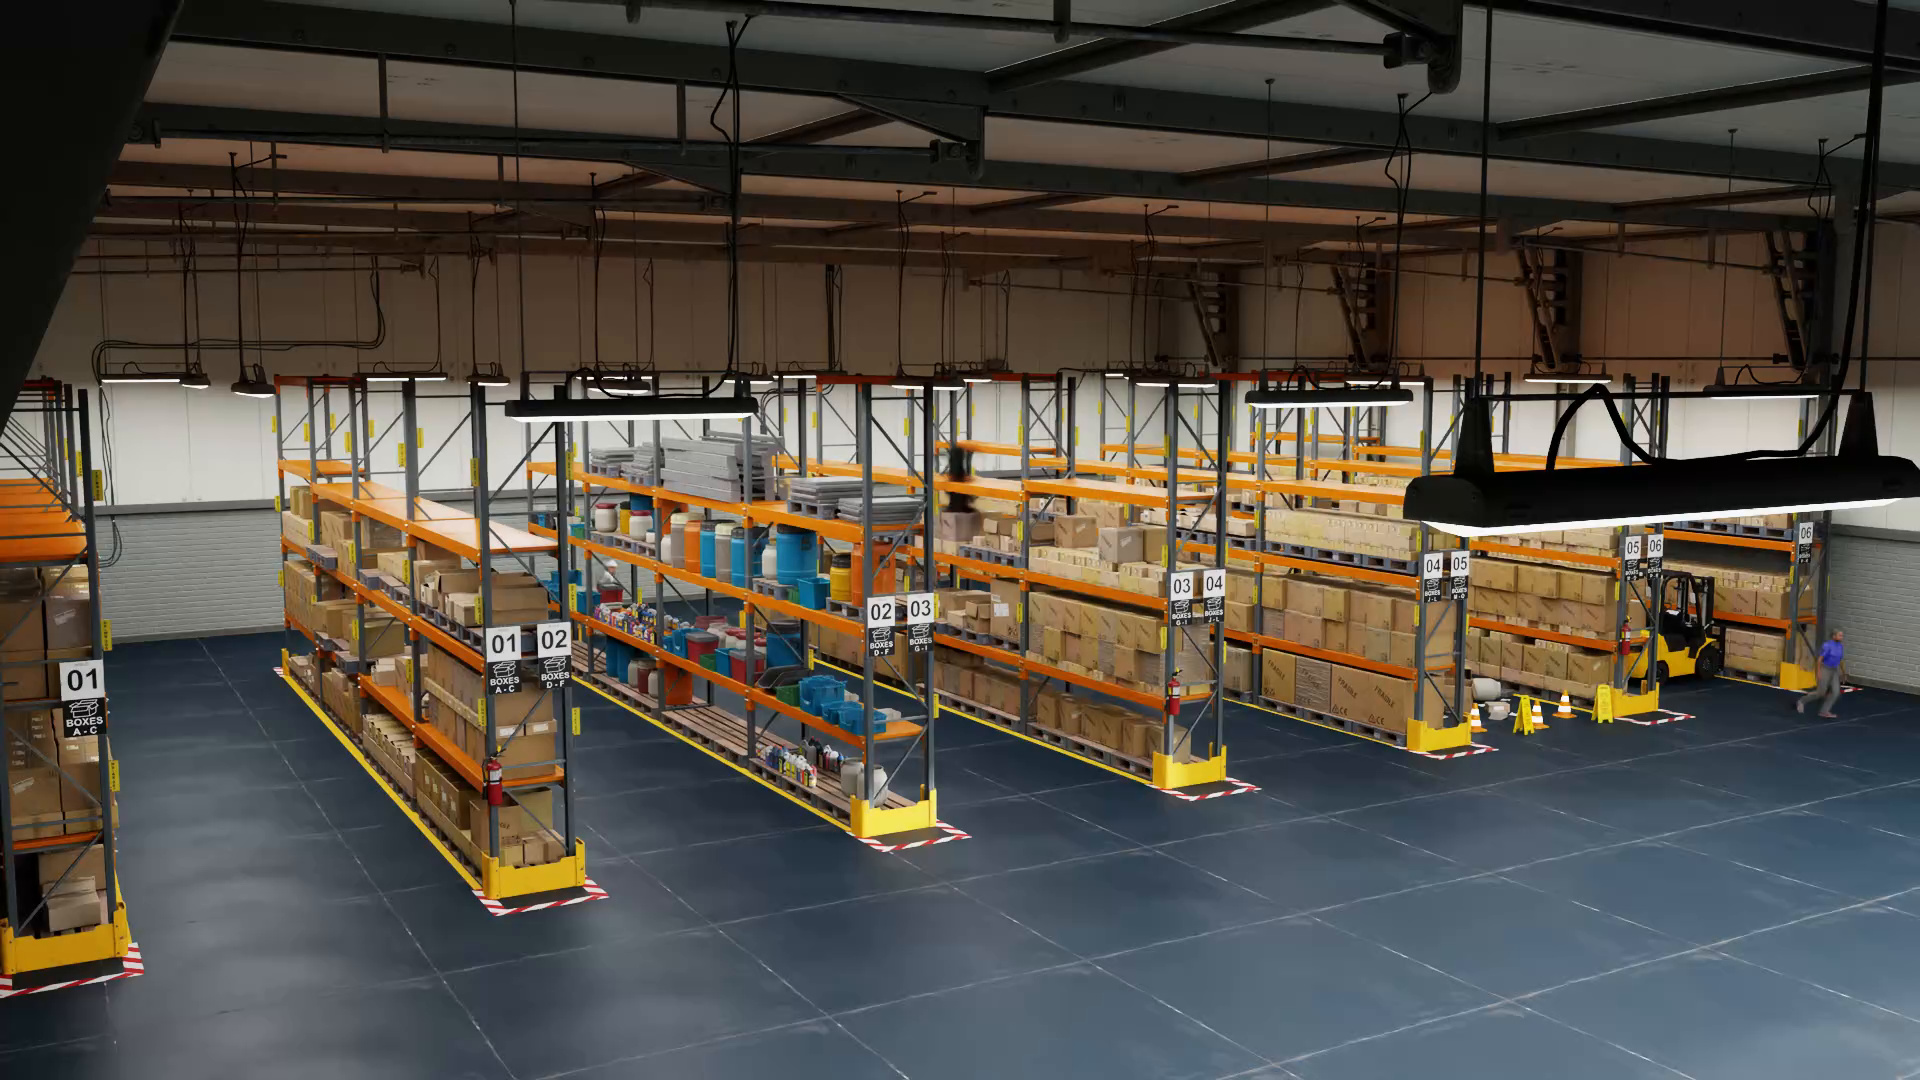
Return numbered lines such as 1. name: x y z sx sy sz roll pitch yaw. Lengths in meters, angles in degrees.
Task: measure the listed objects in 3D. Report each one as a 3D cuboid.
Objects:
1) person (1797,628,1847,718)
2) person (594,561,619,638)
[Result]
1. person: 15.219 2.326 29.363 0.672 1.595 0.613 -3 7 -26
2. person: -8.027 1.349 37.647 0.629 1.731 0.732 -1 6 -9
